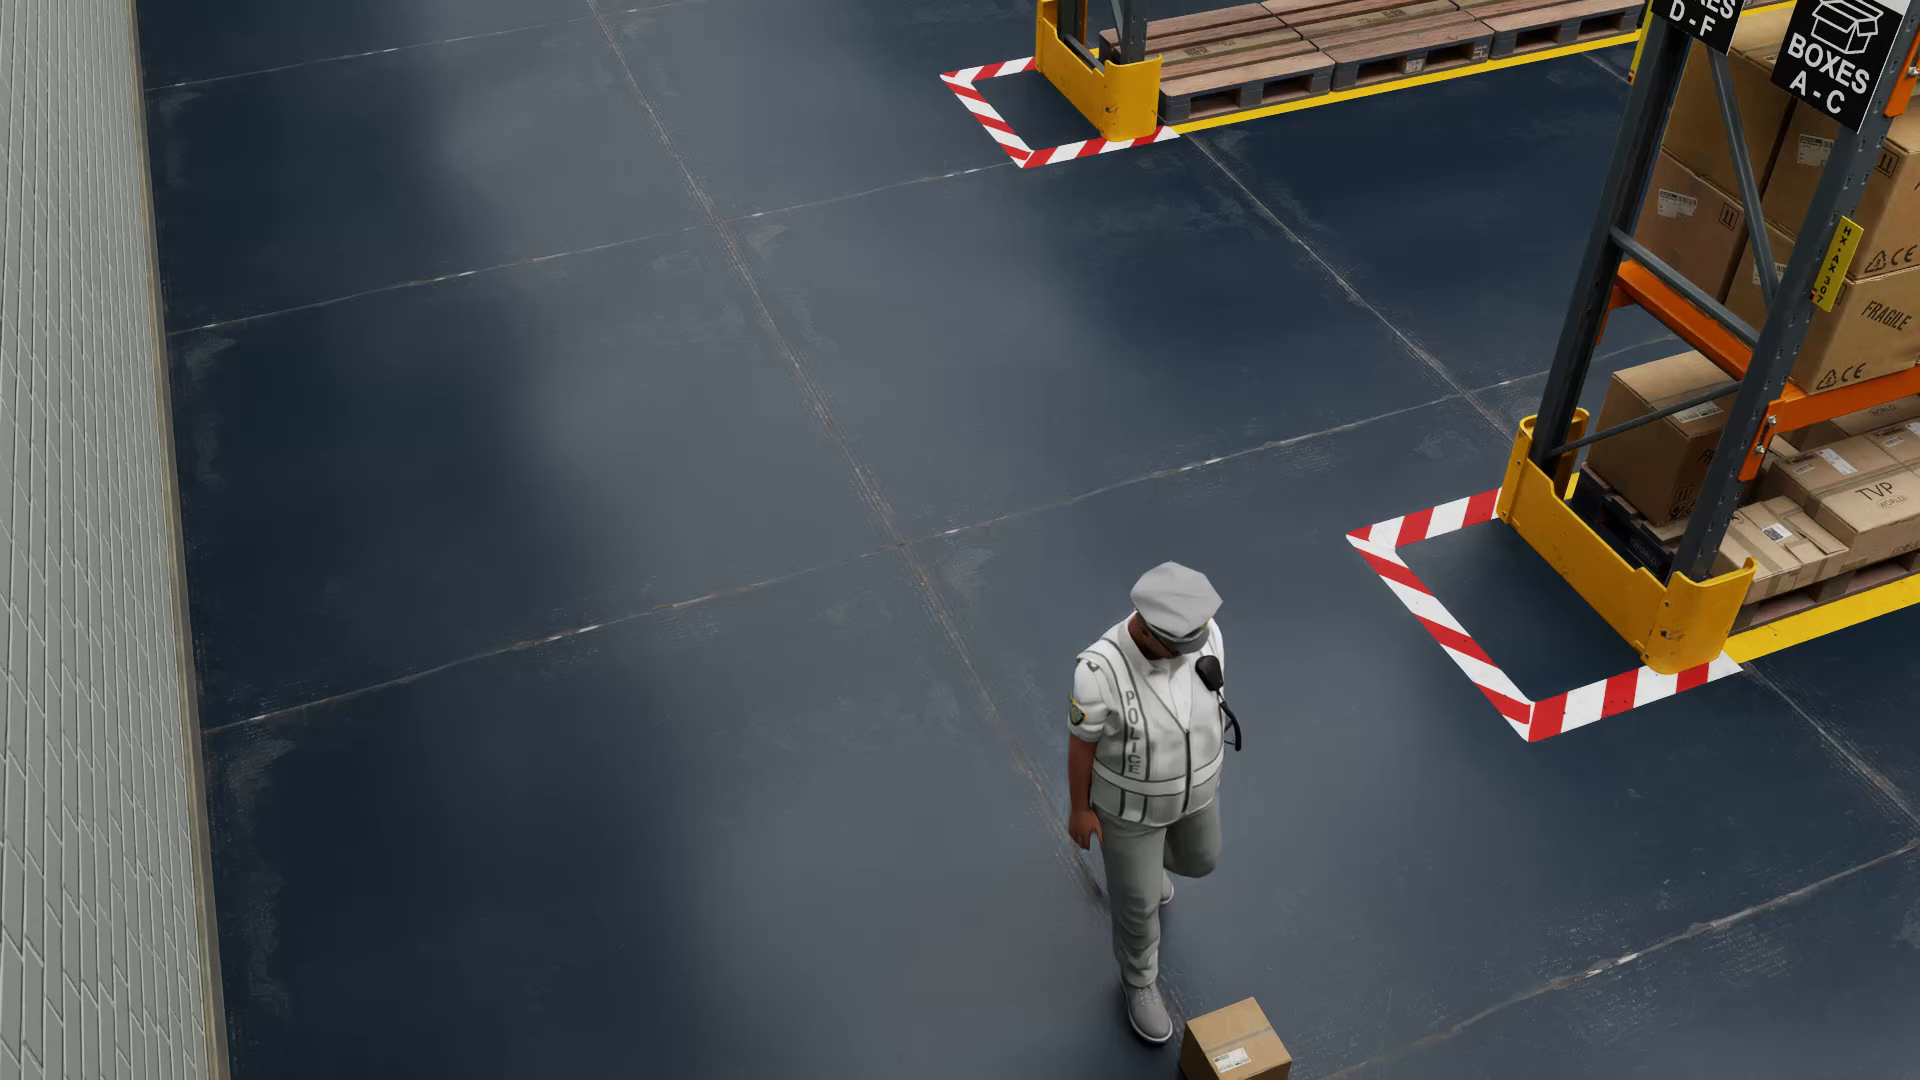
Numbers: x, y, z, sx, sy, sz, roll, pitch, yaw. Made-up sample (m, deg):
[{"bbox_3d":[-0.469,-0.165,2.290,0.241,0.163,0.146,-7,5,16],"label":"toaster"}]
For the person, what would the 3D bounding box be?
[{"bbox_3d":[0.623,0.783,5.257,0.569,1.715,0.747,-19,45,-20],"label":"person"}]
